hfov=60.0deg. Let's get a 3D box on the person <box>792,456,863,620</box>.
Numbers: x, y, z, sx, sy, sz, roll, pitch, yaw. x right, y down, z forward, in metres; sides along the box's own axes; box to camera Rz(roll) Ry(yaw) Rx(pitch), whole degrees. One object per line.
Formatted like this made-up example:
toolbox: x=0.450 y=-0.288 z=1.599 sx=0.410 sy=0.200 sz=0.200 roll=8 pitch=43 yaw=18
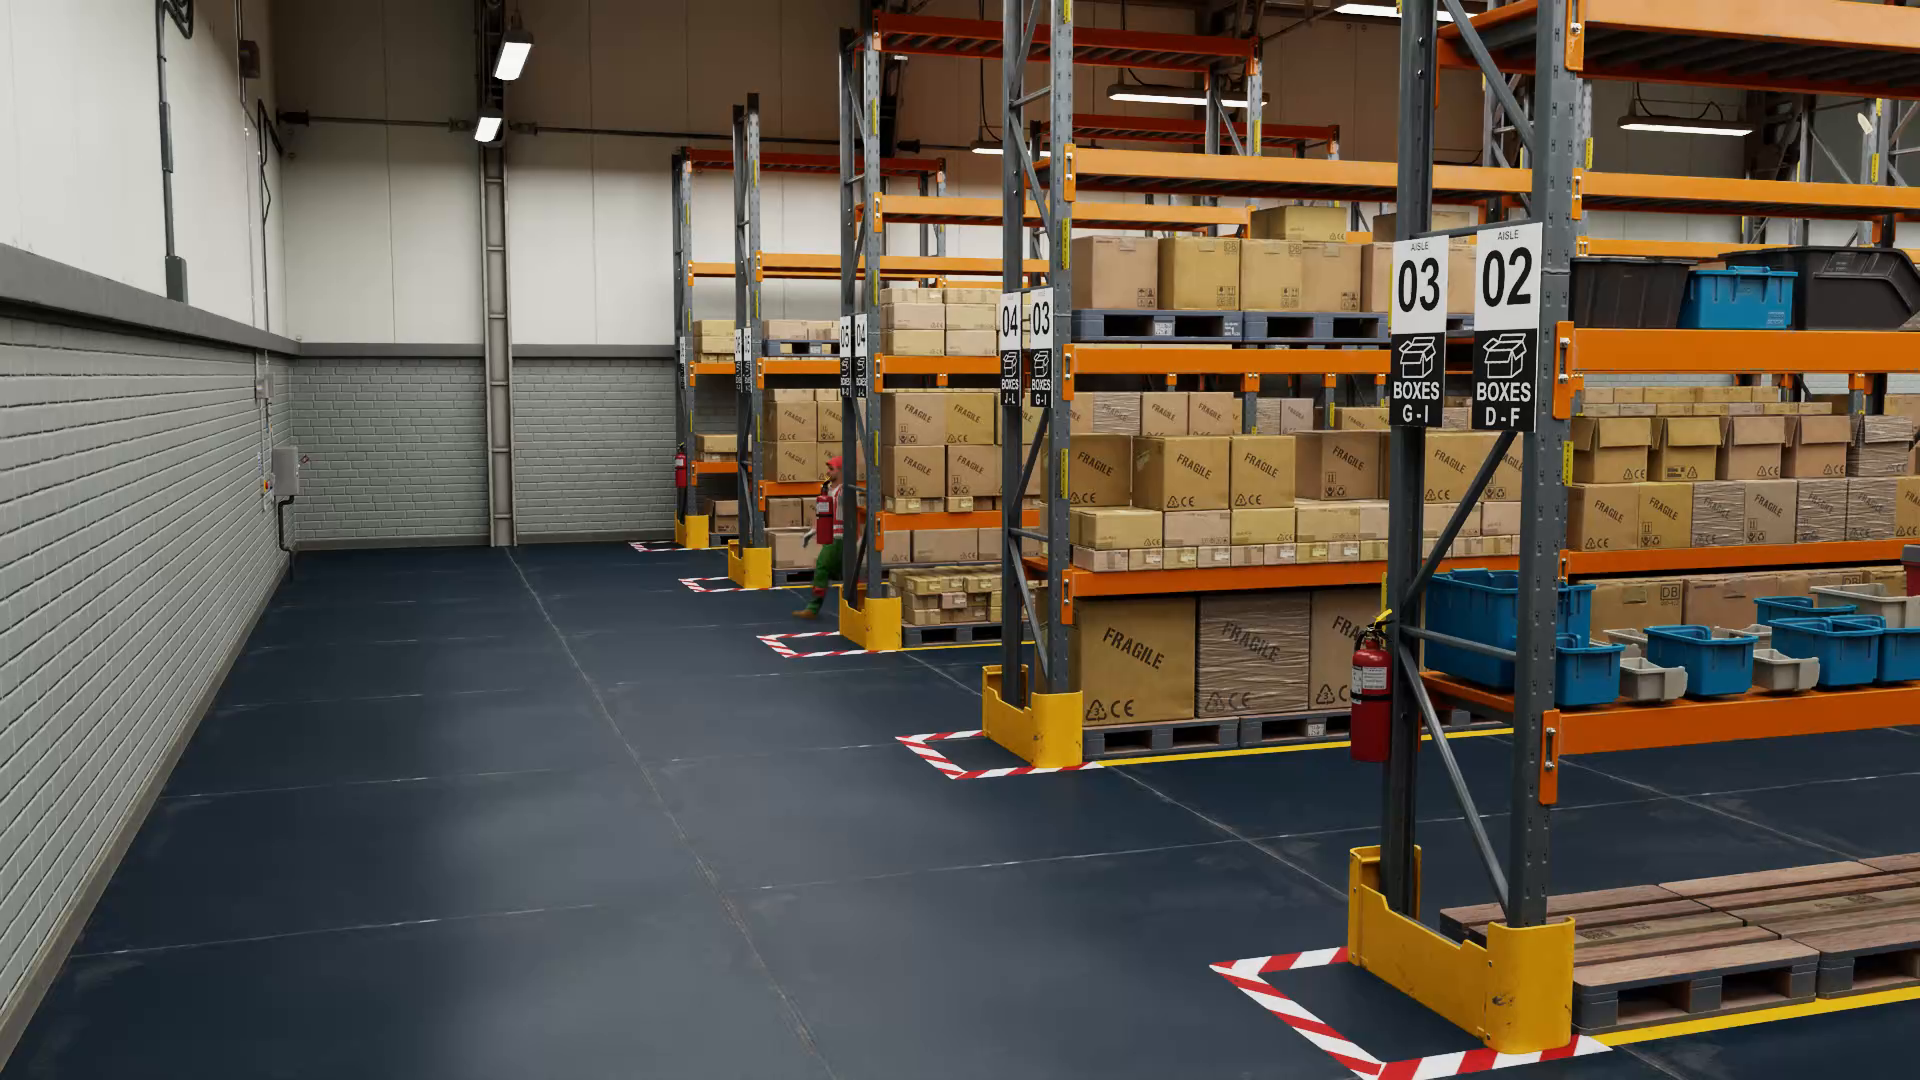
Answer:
person: x=-1.376 y=-0.032 z=17.913 sx=1.085 sy=1.743 sz=0.594 roll=-4 pitch=7 yaw=-33
